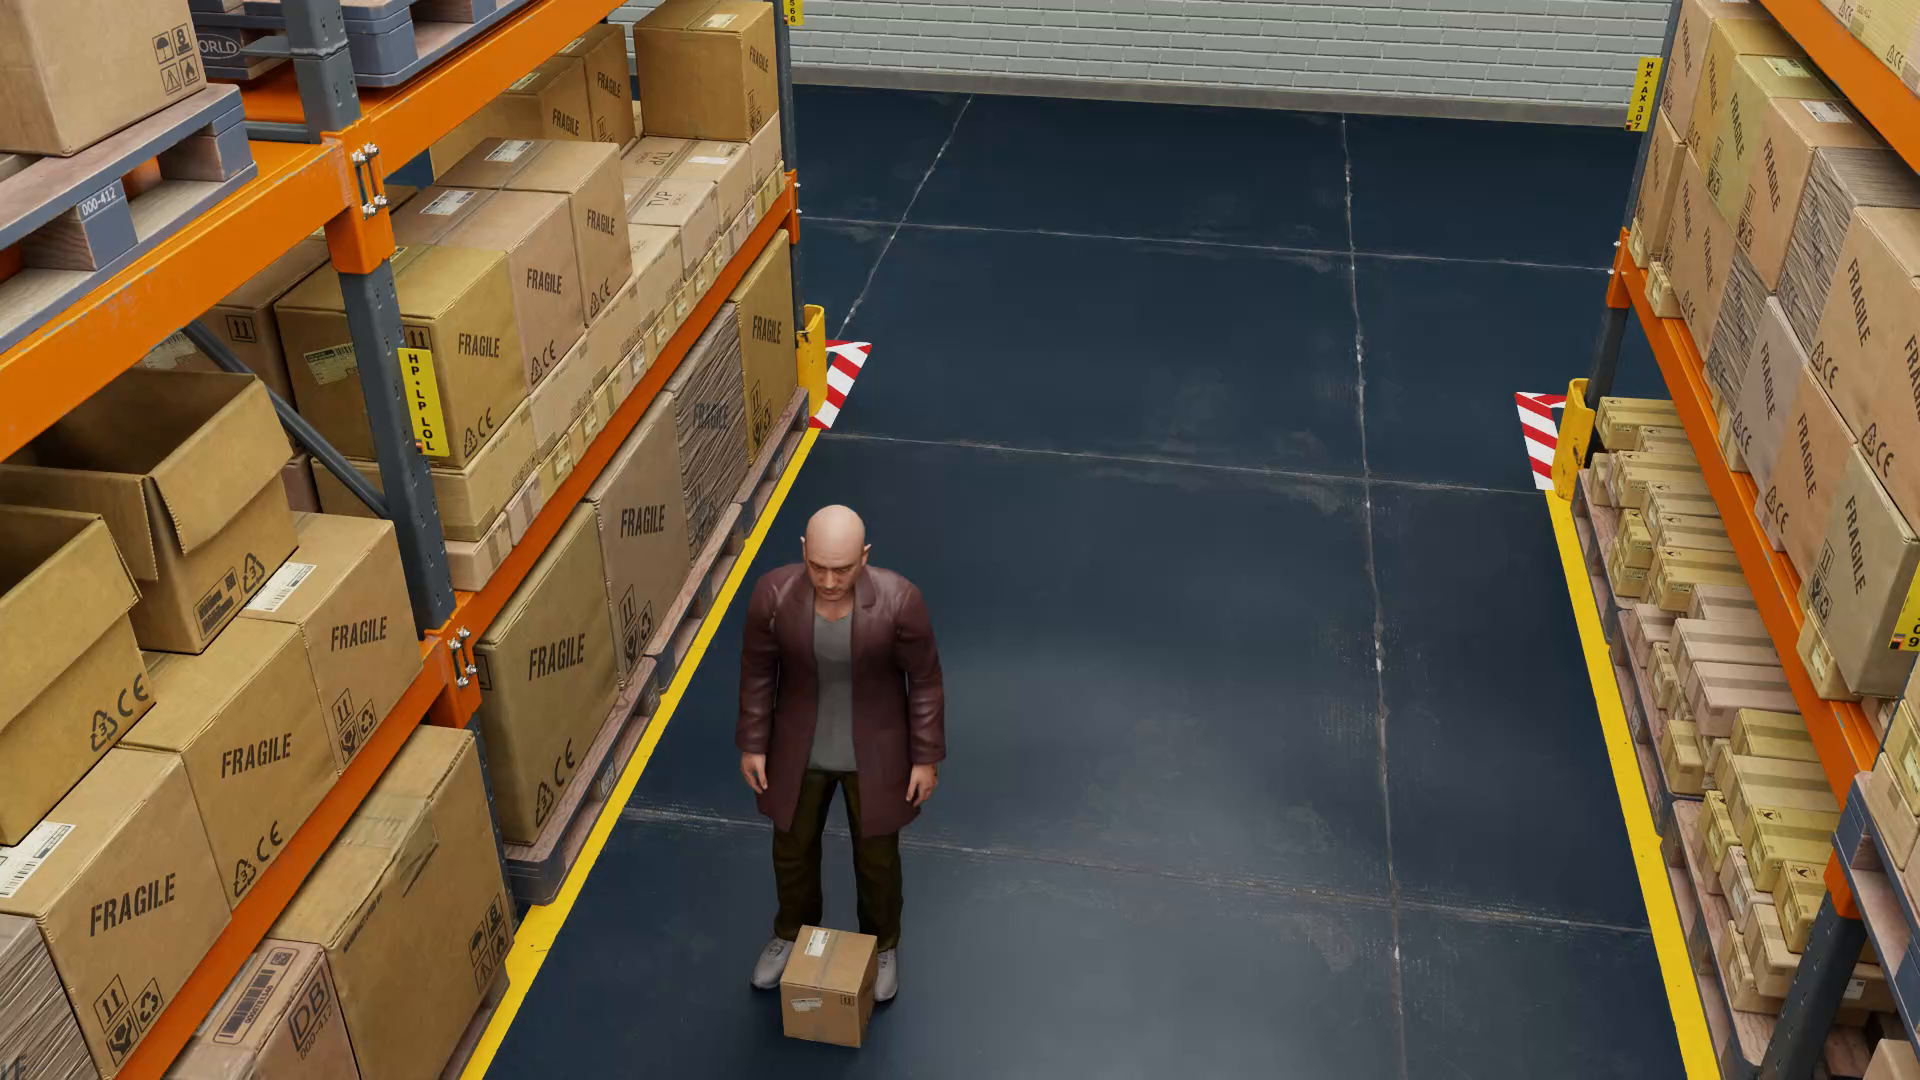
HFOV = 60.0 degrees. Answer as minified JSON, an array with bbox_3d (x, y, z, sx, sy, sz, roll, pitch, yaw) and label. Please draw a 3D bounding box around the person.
[{"bbox_3d":[-0.365,0.649,5.111,0.654,1.774,0.420,4,32,6],"label":"person"}]
